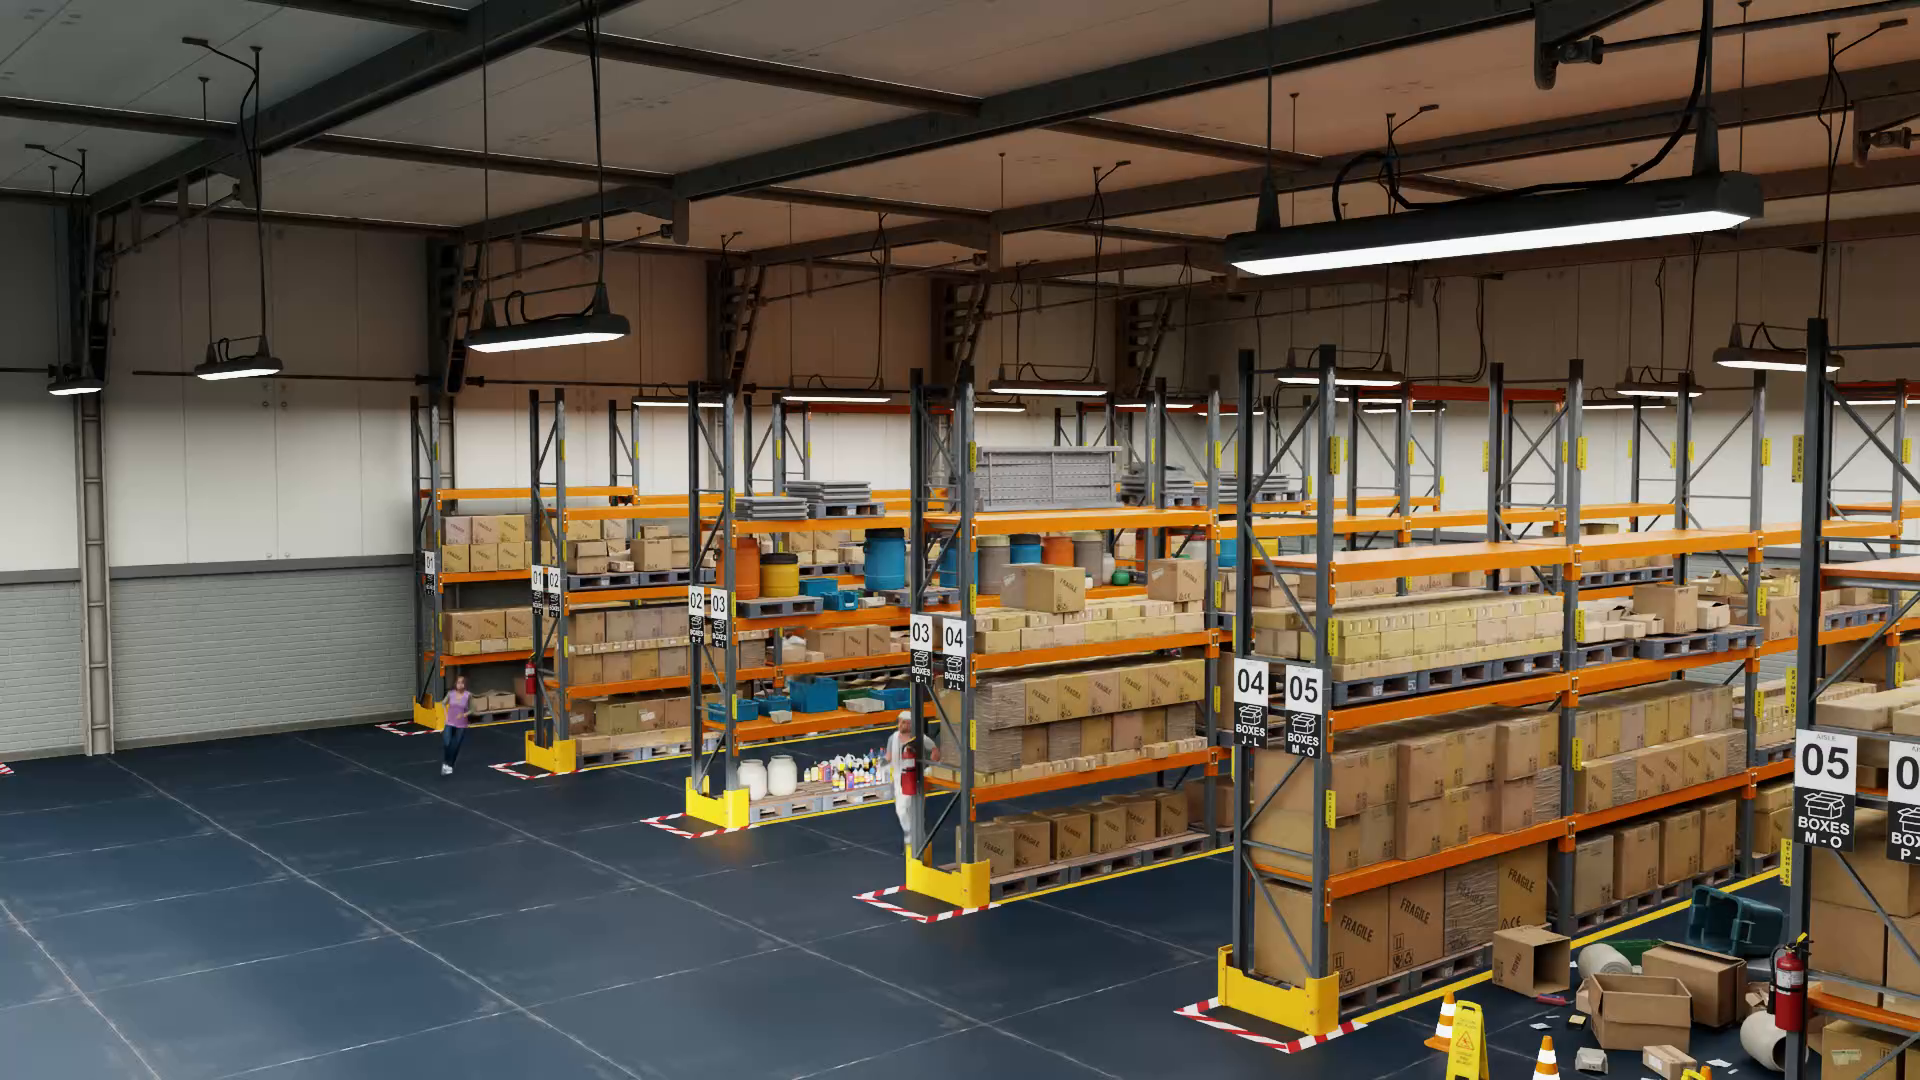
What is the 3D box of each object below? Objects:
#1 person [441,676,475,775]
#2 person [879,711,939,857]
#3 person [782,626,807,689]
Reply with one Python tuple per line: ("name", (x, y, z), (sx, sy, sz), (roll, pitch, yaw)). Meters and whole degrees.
("person", (-7.771, 2.875, 25.711), (0.518, 1.538, 0.559), (-1, 3, -12))
("person", (-0.685, 3.052, 20.886), (0.635, 1.825, 0.749), (3, 4, 39))
("person", (-3.146, 2.427, 31.513), (0.647, 1.763, 0.950), (3, 5, 44))
